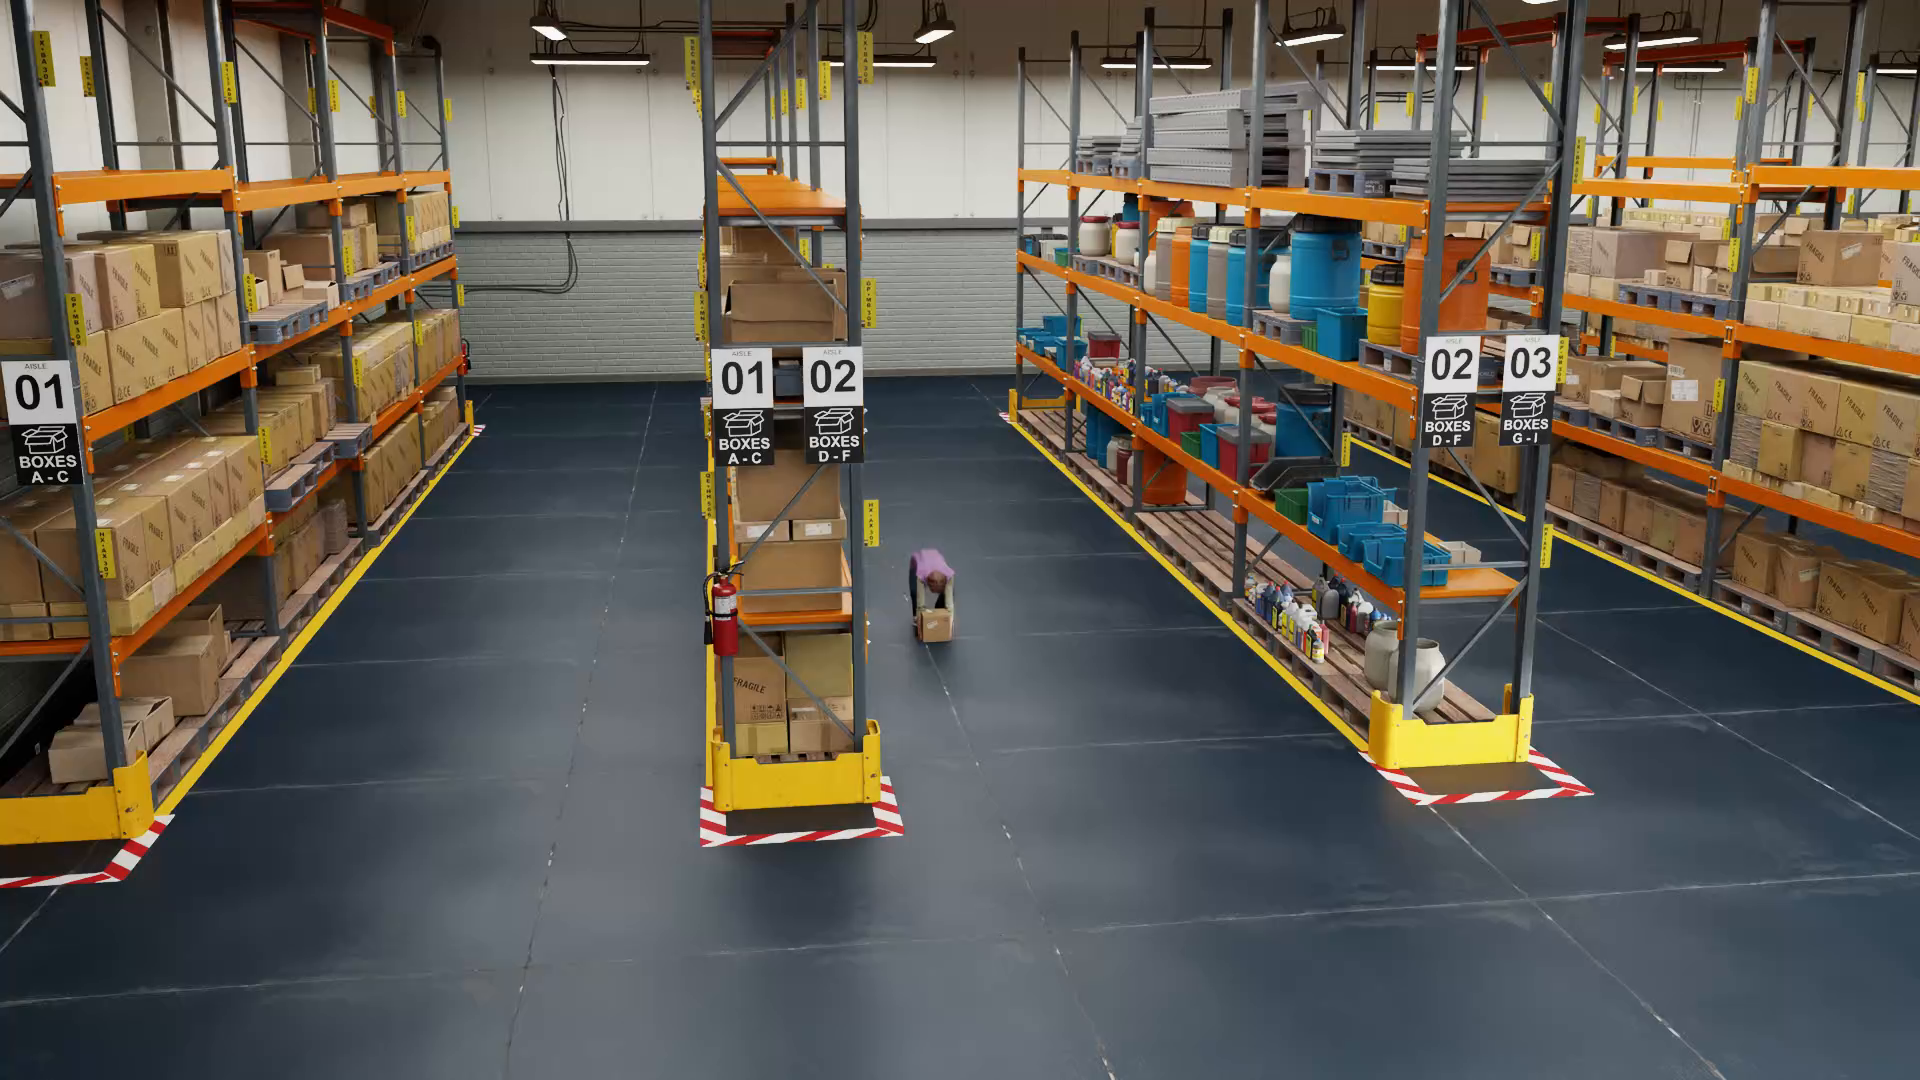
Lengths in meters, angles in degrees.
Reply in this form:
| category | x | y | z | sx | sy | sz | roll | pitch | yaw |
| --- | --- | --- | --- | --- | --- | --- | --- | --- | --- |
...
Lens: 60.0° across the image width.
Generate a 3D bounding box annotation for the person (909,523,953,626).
| category | x | y | z | sx | sy | sz | roll | pitch | yaw |
| --- | --- | --- | --- | --- | --- | --- | --- | --- | --- |
| person | -0.263 | 0.371 | 15.744 | 0.394 | 1.001 | 0.871 | -2 | 14 | -7 |
